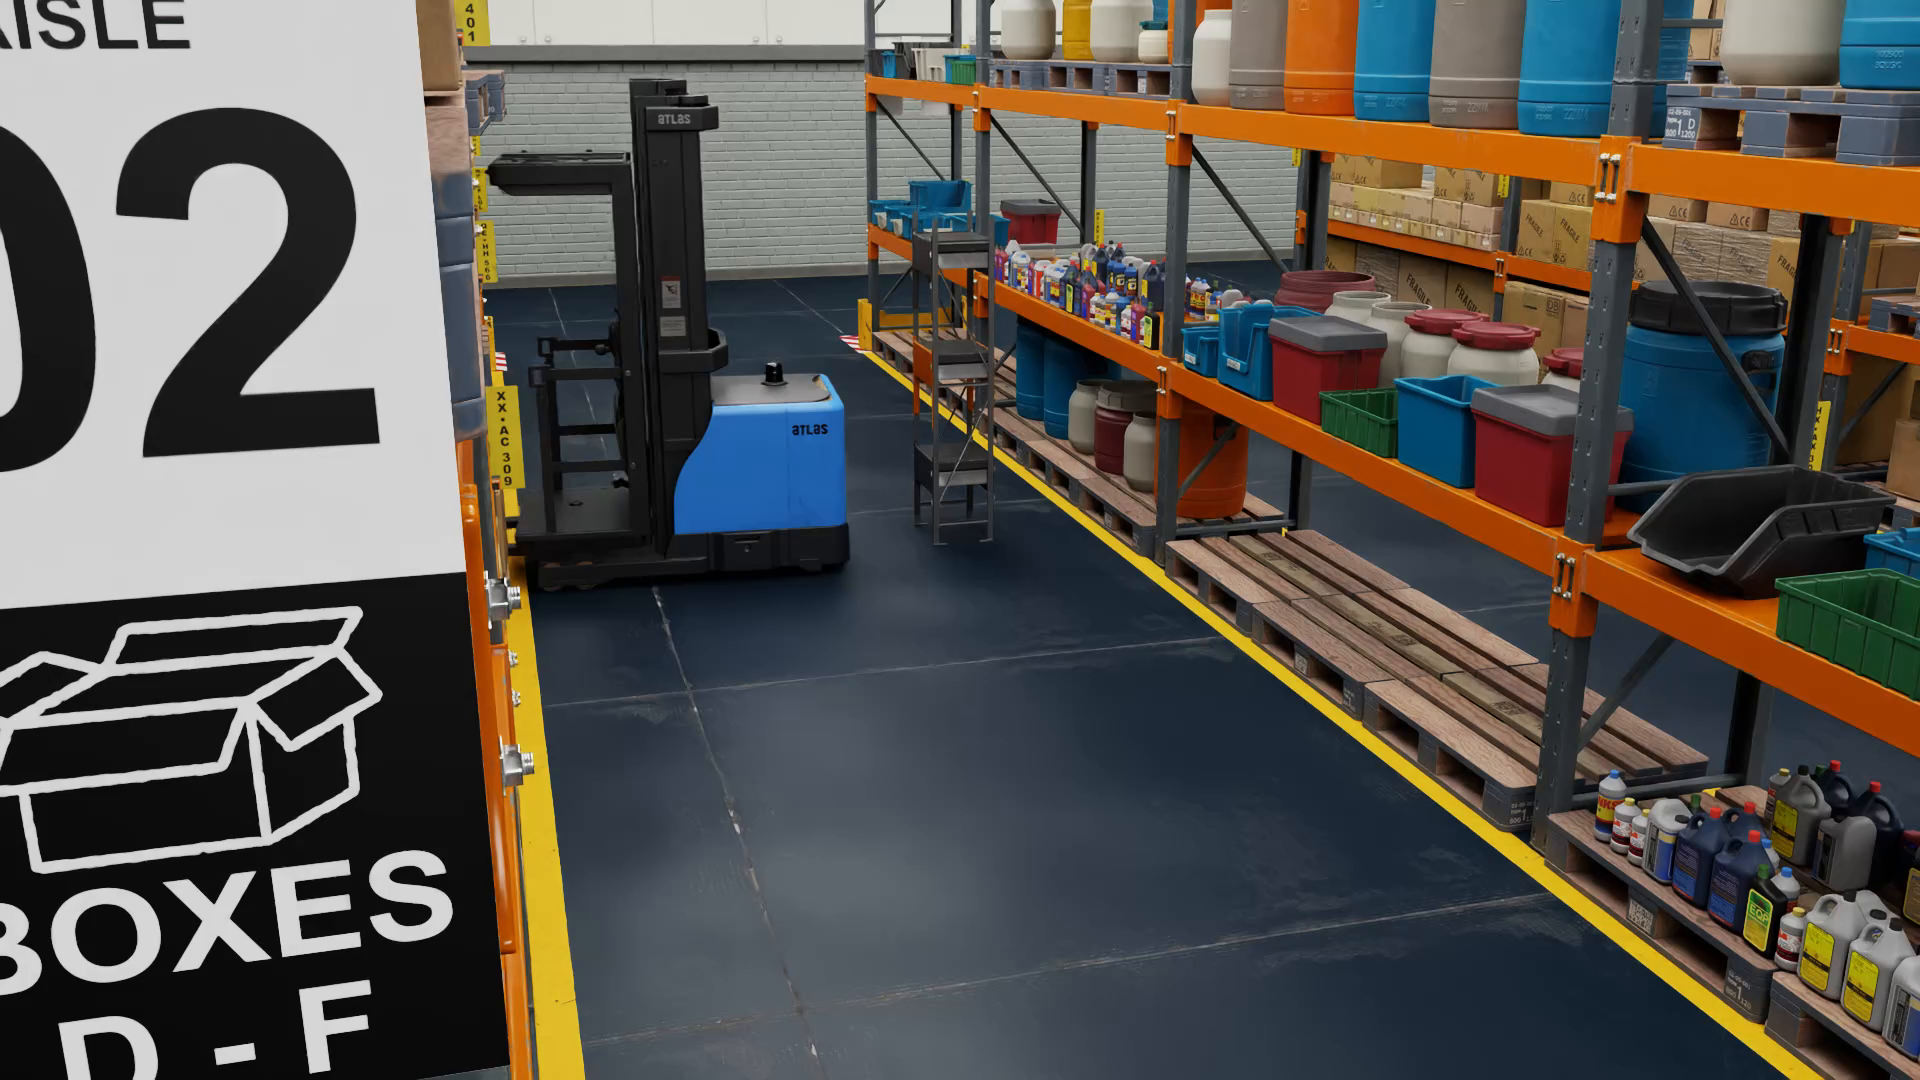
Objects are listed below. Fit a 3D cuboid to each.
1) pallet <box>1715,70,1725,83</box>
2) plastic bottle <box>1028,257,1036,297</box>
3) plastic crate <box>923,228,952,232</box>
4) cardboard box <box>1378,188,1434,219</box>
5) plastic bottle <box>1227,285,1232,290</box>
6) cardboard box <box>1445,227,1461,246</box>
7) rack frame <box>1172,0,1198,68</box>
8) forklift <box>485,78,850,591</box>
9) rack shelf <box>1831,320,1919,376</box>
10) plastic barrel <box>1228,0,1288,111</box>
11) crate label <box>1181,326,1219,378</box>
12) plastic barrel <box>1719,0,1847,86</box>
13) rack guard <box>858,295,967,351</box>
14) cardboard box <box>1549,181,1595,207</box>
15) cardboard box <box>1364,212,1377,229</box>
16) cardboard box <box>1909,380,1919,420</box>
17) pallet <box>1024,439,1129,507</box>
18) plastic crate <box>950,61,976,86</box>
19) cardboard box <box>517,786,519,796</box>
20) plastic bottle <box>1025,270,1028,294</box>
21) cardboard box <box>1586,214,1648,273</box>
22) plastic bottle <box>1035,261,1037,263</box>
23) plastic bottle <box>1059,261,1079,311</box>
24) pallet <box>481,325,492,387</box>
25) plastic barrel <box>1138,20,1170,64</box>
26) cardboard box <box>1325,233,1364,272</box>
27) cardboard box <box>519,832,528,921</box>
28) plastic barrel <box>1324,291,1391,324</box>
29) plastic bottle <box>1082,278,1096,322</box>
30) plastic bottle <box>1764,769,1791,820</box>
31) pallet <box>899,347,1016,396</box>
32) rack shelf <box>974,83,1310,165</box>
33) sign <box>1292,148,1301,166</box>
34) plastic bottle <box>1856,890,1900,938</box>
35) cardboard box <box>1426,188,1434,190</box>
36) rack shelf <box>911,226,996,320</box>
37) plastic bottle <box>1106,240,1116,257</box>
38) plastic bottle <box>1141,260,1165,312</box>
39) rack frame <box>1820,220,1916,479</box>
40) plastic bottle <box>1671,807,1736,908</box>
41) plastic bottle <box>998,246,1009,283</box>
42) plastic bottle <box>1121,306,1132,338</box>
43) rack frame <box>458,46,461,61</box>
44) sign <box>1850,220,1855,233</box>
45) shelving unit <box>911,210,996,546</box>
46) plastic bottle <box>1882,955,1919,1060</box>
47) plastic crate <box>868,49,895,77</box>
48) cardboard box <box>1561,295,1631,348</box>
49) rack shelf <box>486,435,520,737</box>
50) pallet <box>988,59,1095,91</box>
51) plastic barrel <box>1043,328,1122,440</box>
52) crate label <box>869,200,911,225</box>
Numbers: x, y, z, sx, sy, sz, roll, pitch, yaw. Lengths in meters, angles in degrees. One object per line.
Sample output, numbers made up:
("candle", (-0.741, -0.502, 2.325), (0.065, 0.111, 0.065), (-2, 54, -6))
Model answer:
("pallet", (5.684, -3.909, 13.870), (0.805, 0.209, 1.217), (-5, 18, -17))
("plastic bottle", (0.557, -1.986, 12.551), (0.061, 0.283, 0.133), (-5, 17, -15))
("plastic crate", (-0.145, -2.783, 15.356), (0.293, 0.136, 0.466), (-5, 17, -15))
("cardboard box", (4.590, -3.410, 16.835), (0.500, 0.250, 0.500), (-5, 17, -16))
("plastic bottle", (1.794, -1.574, 11.180), (0.061, 0.283, 0.133), (-5, 17, -15))
("cardboard box", (4.845, -2.894, 15.810), (0.380, 0.149, 0.250), (-5, 17, -16))
("rack frame", (1.722, -4.189, 9.256), (1.000, 3.000, 0.127), (-5, 17, -15))
("forklift", (-2.253, -1.261, 10.056), (3.031, 2.935, 1.130), (-3, 17, -10))
("rack shelf", (7.034, -0.810, 9.684), (1.077, 0.370, 4.000), (-5, 17, -15))
("plastic barrel", (1.739, -2.748, 8.802), (0.600, 0.901, 0.600), (0, 17, 0))
("crate label", (1.477, -1.090, 9.656), (0.303, 0.233, 0.416), (-5, 17, -15))
("plastic barrel", (2.751, -1.766, 5.479), (0.421, 0.512, 0.421), (0, 17, 0))
("rack guard", (-0.496, -2.337, 17.864), (1.175, 0.500, 0.348), (-5, 17, -15))
("cardboard box", (5.568, -3.166, 14.361), (0.797, 0.503, 0.637), (-5, 17, -17))
("cardboard box", (4.422, -3.320, 17.228), (0.380, 0.149, 0.250), (-5, 17, -16))
("cardboard box", (6.697, -0.897, 11.002), (0.500, 0.250, 0.500), (-4, 17, -13))
("pallet", (1.133, -0.532, 12.356), (1.003, 0.211, 1.213), (-5, 17, -15))
("plastic crate", (0.216, -3.851, 13.712), (0.450, 0.188, 0.662), (-5, 17, -15))
("cardboard box", (-1.949, 0.755, 6.298), (0.500, 0.311, 0.500), (-5, 17, -16))
("plastic bottle", (0.543, -1.980, 12.674), (0.097, 0.201, 0.097), (0, 17, 0))
("cardboard box", (5.547, -2.437, 13.678), (0.500, 0.500, 0.500), (-5, 17, -17))
("plastic bottle", (0.599, -2.083, 13.017), (0.097, 0.201, 0.097), (0, 17, 0))
("plastic bottle", (0.795, -1.822, 11.889), (0.144, 0.351, 0.185), (-5, 17, -15))
("pallet", (-3.296, -1.015, 9.452), (1.213, 0.211, 1.003), (-5, 17, -15))
("plastic barrel", (1.286, -3.172, 10.595), (0.301, 0.262, 0.301), (0, 17, 0))
("cardboard box", (4.538, -2.933, 18.466), (0.875, 0.875, 0.875), (-5, 17, -15))
("cardboard box", (-1.815, 1.166, 5.907), (0.500, 0.250, 0.500), (-5, 17, -17))
("plastic barrel", (2.210, -1.102, 9.211), (0.421, 0.512, 0.421), (0, 17, 0))
("plastic bottle", (0.886, -1.654, 11.448), (0.061, 0.283, 0.133), (-5, 17, -15))
("plastic bottle", (3.220, 0.996, 6.522), (0.097, 0.201, 0.097), (0, 17, 0))
("pallet", (0.044, -1.625, 15.996), (1.003, 0.211, 1.213), (-5, 17, -15))
("rack shelf", (1.172, -2.961, 11.632), (1.077, 0.370, 4.000), (-5, 17, -15))
("sign", (3.750, -4.331, 18.513), (0.100, 0.325, 0.005), (-5, 17, -15))
("plastic bottle", (2.948, 1.292, 5.408), (0.152, 0.276, 0.135), (-5, 17, -15))
("cardboard box", (5.100, -3.453, 16.977), (0.500, 0.250, 0.500), (-5, 17, -15))
("rack shelf", (-0.045, -1.709, 10.605), (0.431, 0.518, 0.480), (-5, 17, -15))
("plastic bottle", (1.190, -2.170, 13.049), (0.144, 0.351, 0.185), (-5, 17, -15))
("plastic bottle", (1.383, -1.816, 11.871), (0.144, 0.351, 0.185), (-5, 17, -15))
("rack frame", (6.484, -1.707, 11.422), (1.000, 3.000, 0.127), (-5, 17, -15))
("plastic bottle", (2.644, 1.105, 5.901), (0.144, 0.351, 0.185), (-4, 17, -14))
("plastic bottle", (0.350, -2.194, 13.246), (0.061, 0.283, 0.133), (-5, 17, -15))
("plastic bottle", (1.096, -1.423, 10.821), (0.097, 0.201, 0.097), (0, 17, 0))
("rack frame", (-4.141, -4.905, 11.639), (1.000, 3.000, 0.127), (-5, 17, -15))
("sign", (5.951, -2.217, 11.107), (0.100, 0.325, 0.005), (-5, 17, -15))
("shelving unit", (-0.045, -1.051, 10.802), (0.431, 2.100, 0.503), (-5, 17, -15))
("plastic bottle", (2.913, 1.407, 5.023), (0.152, 0.276, 0.135), (-5, 17, -17))
("plastic crate", (-0.639, -4.774, 16.645), (0.497, 0.269, 0.590), (-5, 17, -15))
("cardboard box", (5.826, -1.575, 13.944), (1.225, 0.875, 0.875), (-5, 18, -17))
("rack shelf", (-2.492, -0.028, 7.080), (1.077, 0.370, 4.000), (-5, 17, -15))
("pallet", (0.932, -3.559, 12.702), (1.213, 0.211, 1.003), (-5, 17, -15))
("plastic barrel", (0.950, -1.271, 12.886), (0.600, 0.901, 0.708), (-5, 17, -15))
("crate label", (-0.725, -3.383, 17.187), (0.416, 0.233, 0.303), (-5, 17, -15))
